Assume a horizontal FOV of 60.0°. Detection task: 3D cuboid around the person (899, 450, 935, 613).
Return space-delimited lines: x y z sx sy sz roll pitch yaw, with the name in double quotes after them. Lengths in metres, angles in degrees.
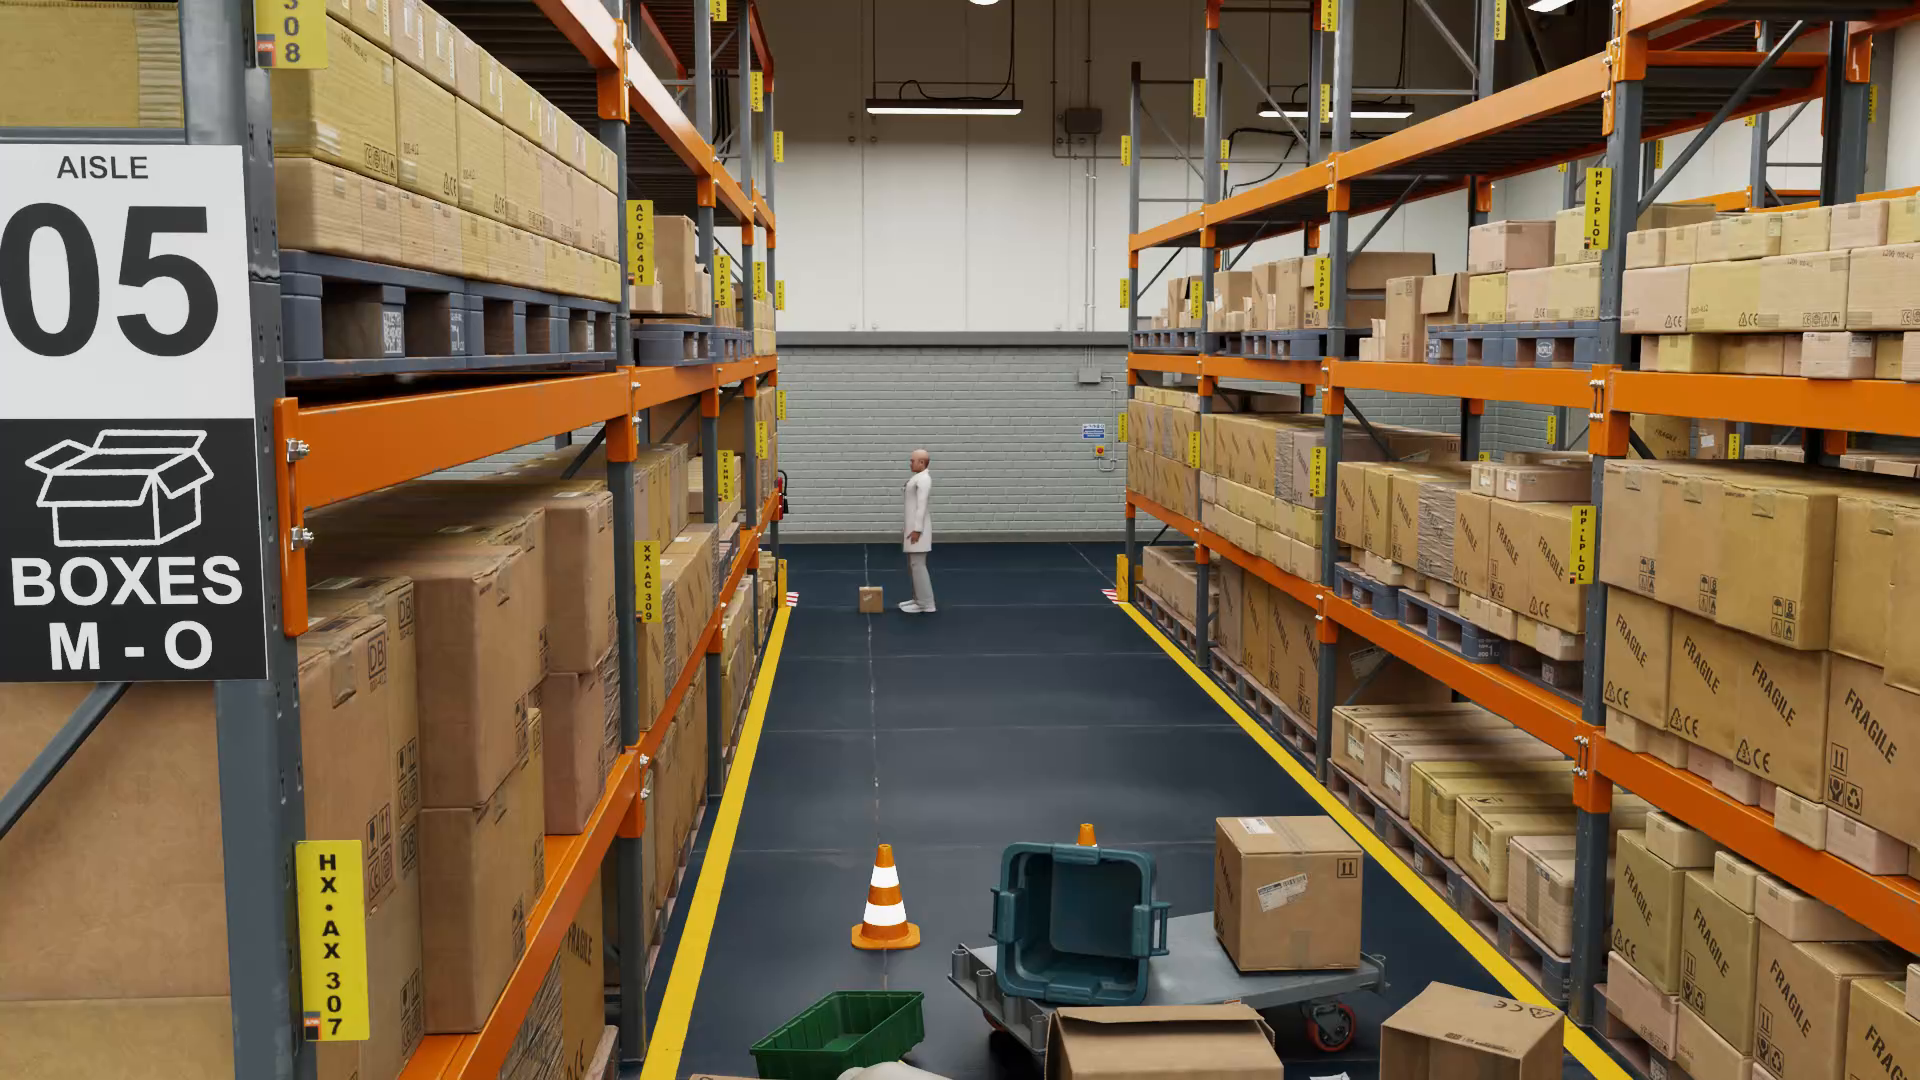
-5.874 0.668 11.642 11.766 1.777 13.256 0 7 -2 "person"
